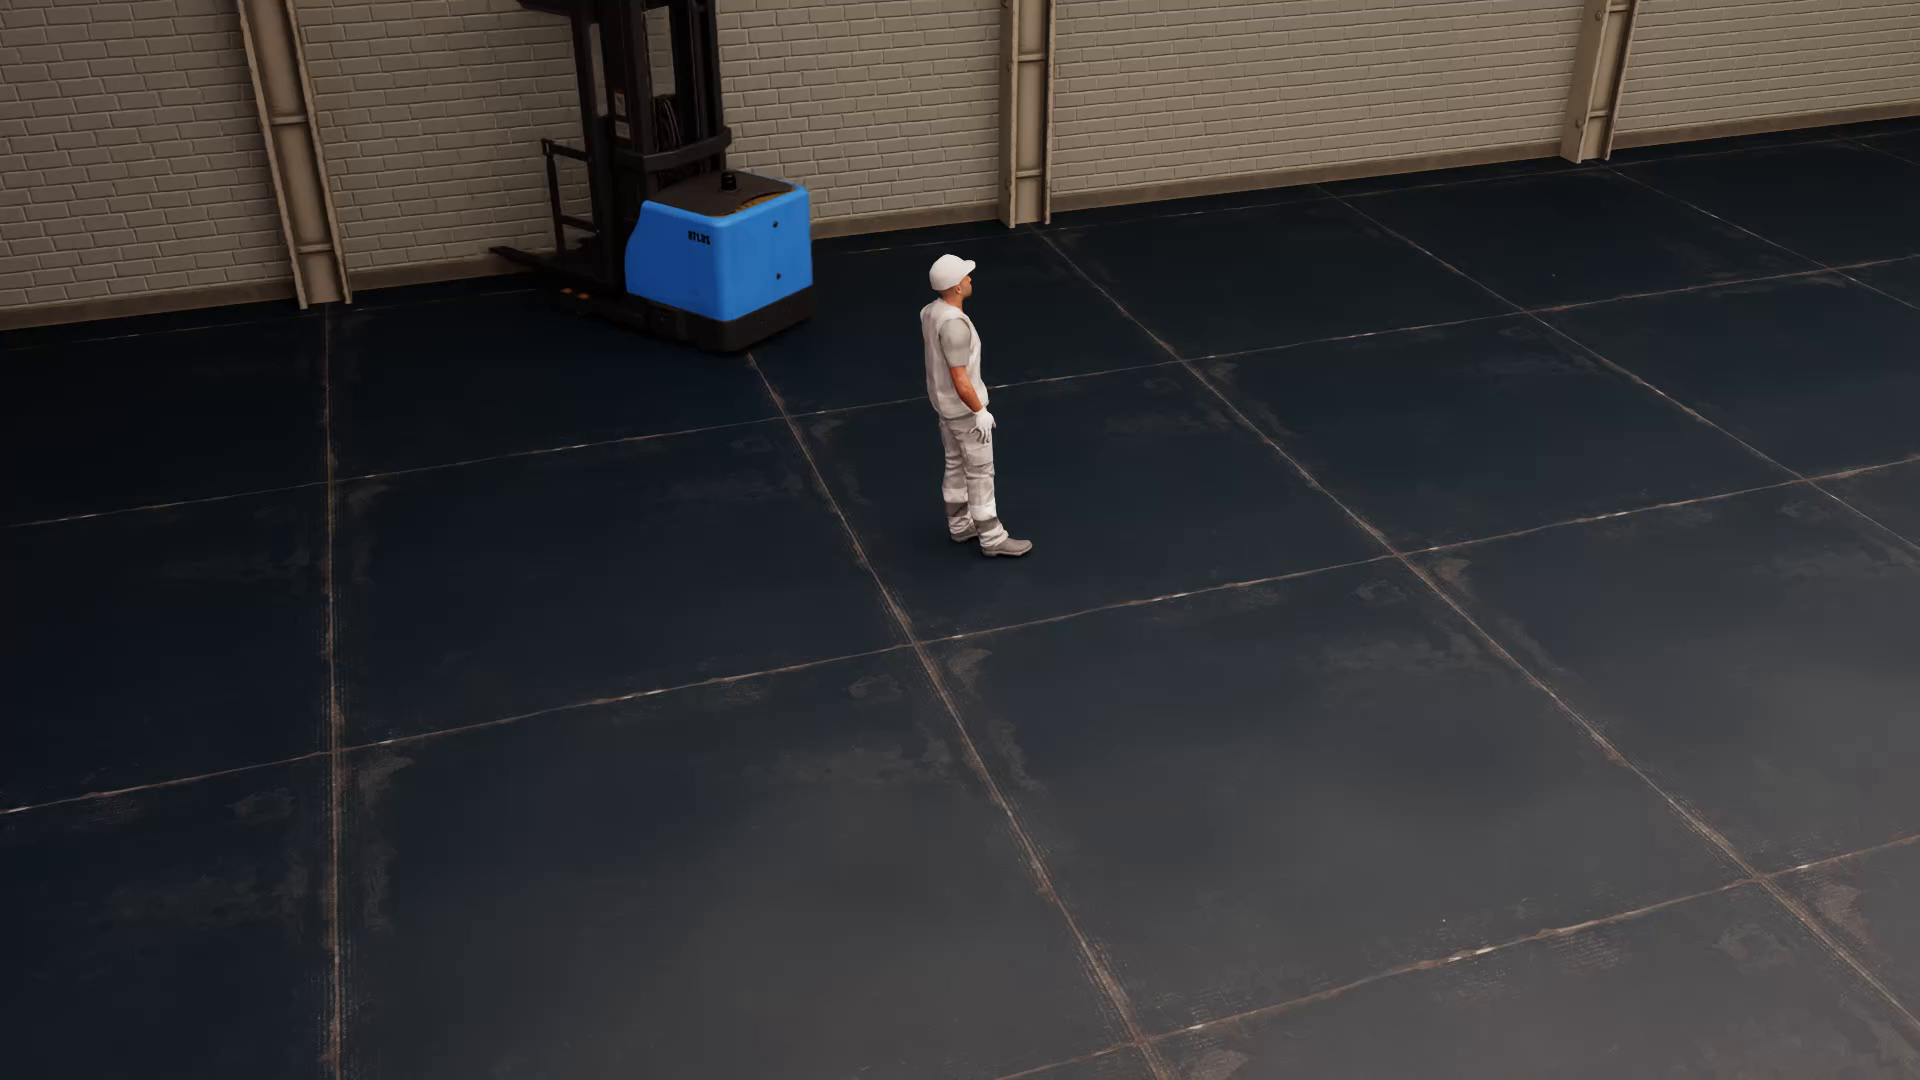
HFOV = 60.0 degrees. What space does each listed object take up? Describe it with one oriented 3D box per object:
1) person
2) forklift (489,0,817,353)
[{"bbox_3d":[0.080,-0.789,9.588,0.564,1.787,0.637,-10,31,-16],"label":"person"},{"bbox_3d":[-2.606,-3.235,12.710,3.031,2.935,1.130,20,36,31],"label":"forklift"}]
